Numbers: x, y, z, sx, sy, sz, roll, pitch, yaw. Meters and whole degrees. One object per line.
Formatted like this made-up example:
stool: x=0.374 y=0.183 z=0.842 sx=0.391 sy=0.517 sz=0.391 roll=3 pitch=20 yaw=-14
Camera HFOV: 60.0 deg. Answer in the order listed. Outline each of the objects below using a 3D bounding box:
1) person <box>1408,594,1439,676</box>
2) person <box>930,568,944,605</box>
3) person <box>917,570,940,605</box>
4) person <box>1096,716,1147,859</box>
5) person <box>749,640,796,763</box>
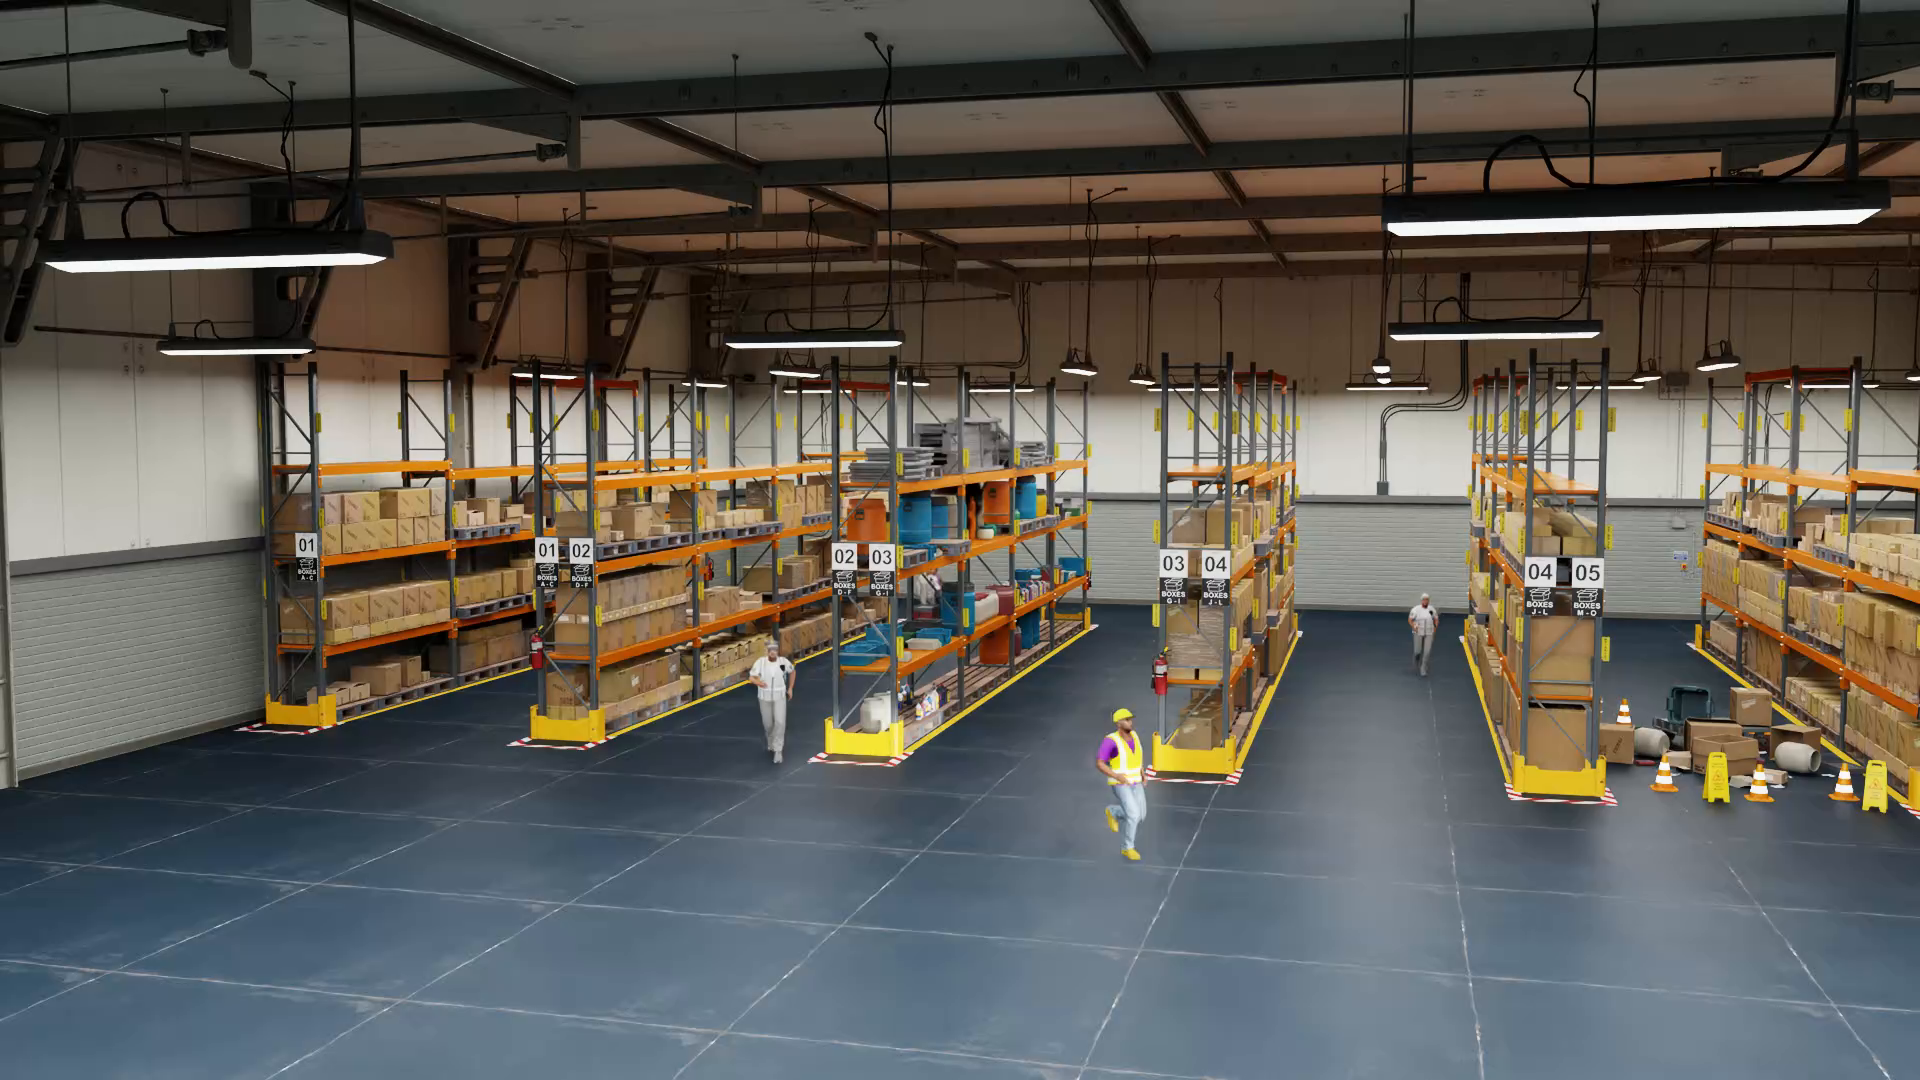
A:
person: x=9.218 y=1.869 z=33.047 sx=0.596 sy=1.621 sz=0.544 roll=1 pitch=4 yaw=7
person: x=-0.620 y=1.393 z=40.552 sx=0.555 sy=1.522 sz=0.570 roll=0 pitch=4 yaw=-5
person: x=-0.753 y=1.390 z=39.532 sx=0.587 sy=1.692 sz=0.925 roll=0 pitch=4 yaw=7
person: x=1.876 y=2.818 z=19.301 sx=0.720 sy=1.671 sz=0.661 roll=-4 pitch=6 yaw=-43
person: x=-2.807 y=2.375 z=24.914 sx=0.695 sy=1.798 sz=0.939 roll=0 pitch=4 yaw=-6
